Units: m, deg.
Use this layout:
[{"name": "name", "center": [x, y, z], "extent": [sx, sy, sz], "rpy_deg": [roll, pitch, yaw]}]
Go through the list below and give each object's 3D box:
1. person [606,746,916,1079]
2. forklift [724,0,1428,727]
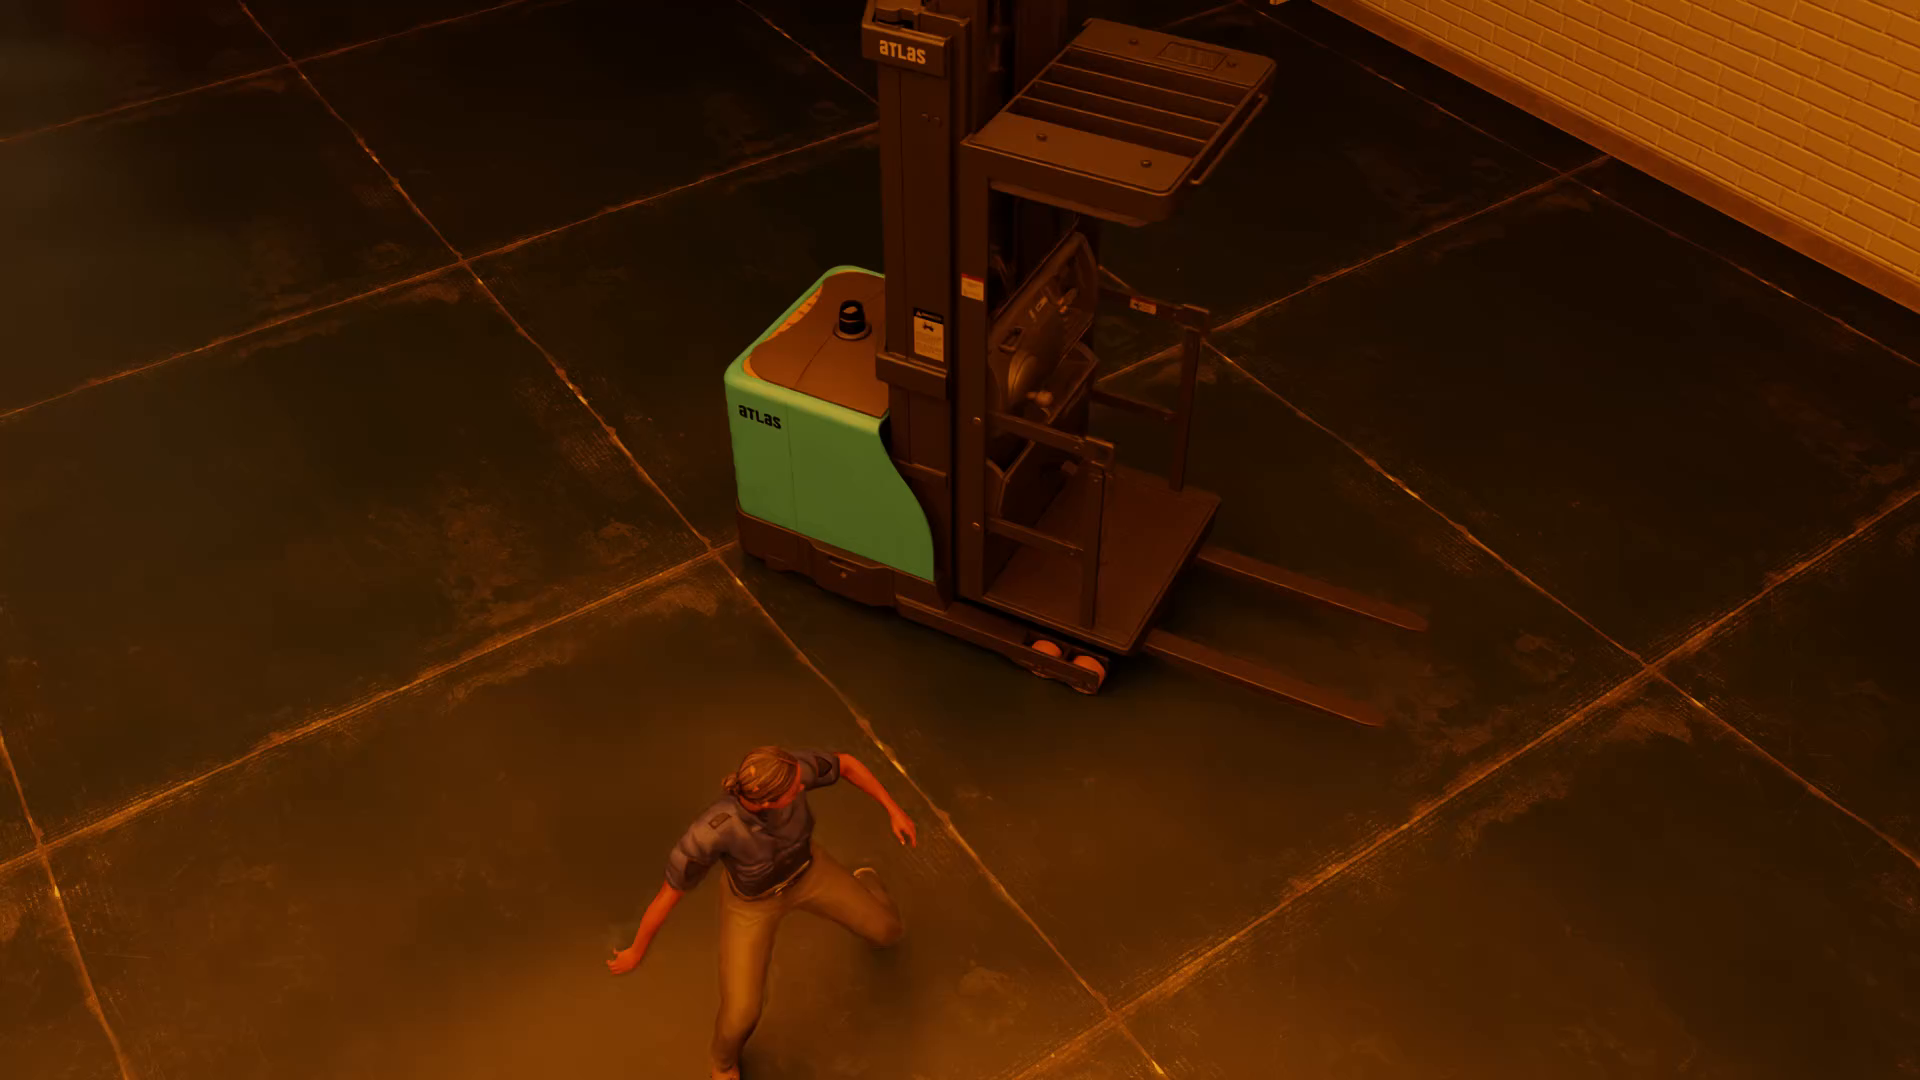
[{"name": "person", "center": [-0.642, 1.195, 5.522], "extent": [1.079, 1.555, 0.480], "rpy_deg": [-26, 48, -25]}, {"name": "forklift", "center": [0.523, -0.832, 6.618], "extent": [3.031, 2.935, 1.130], "rpy_deg": [19, 46, 20]}]
